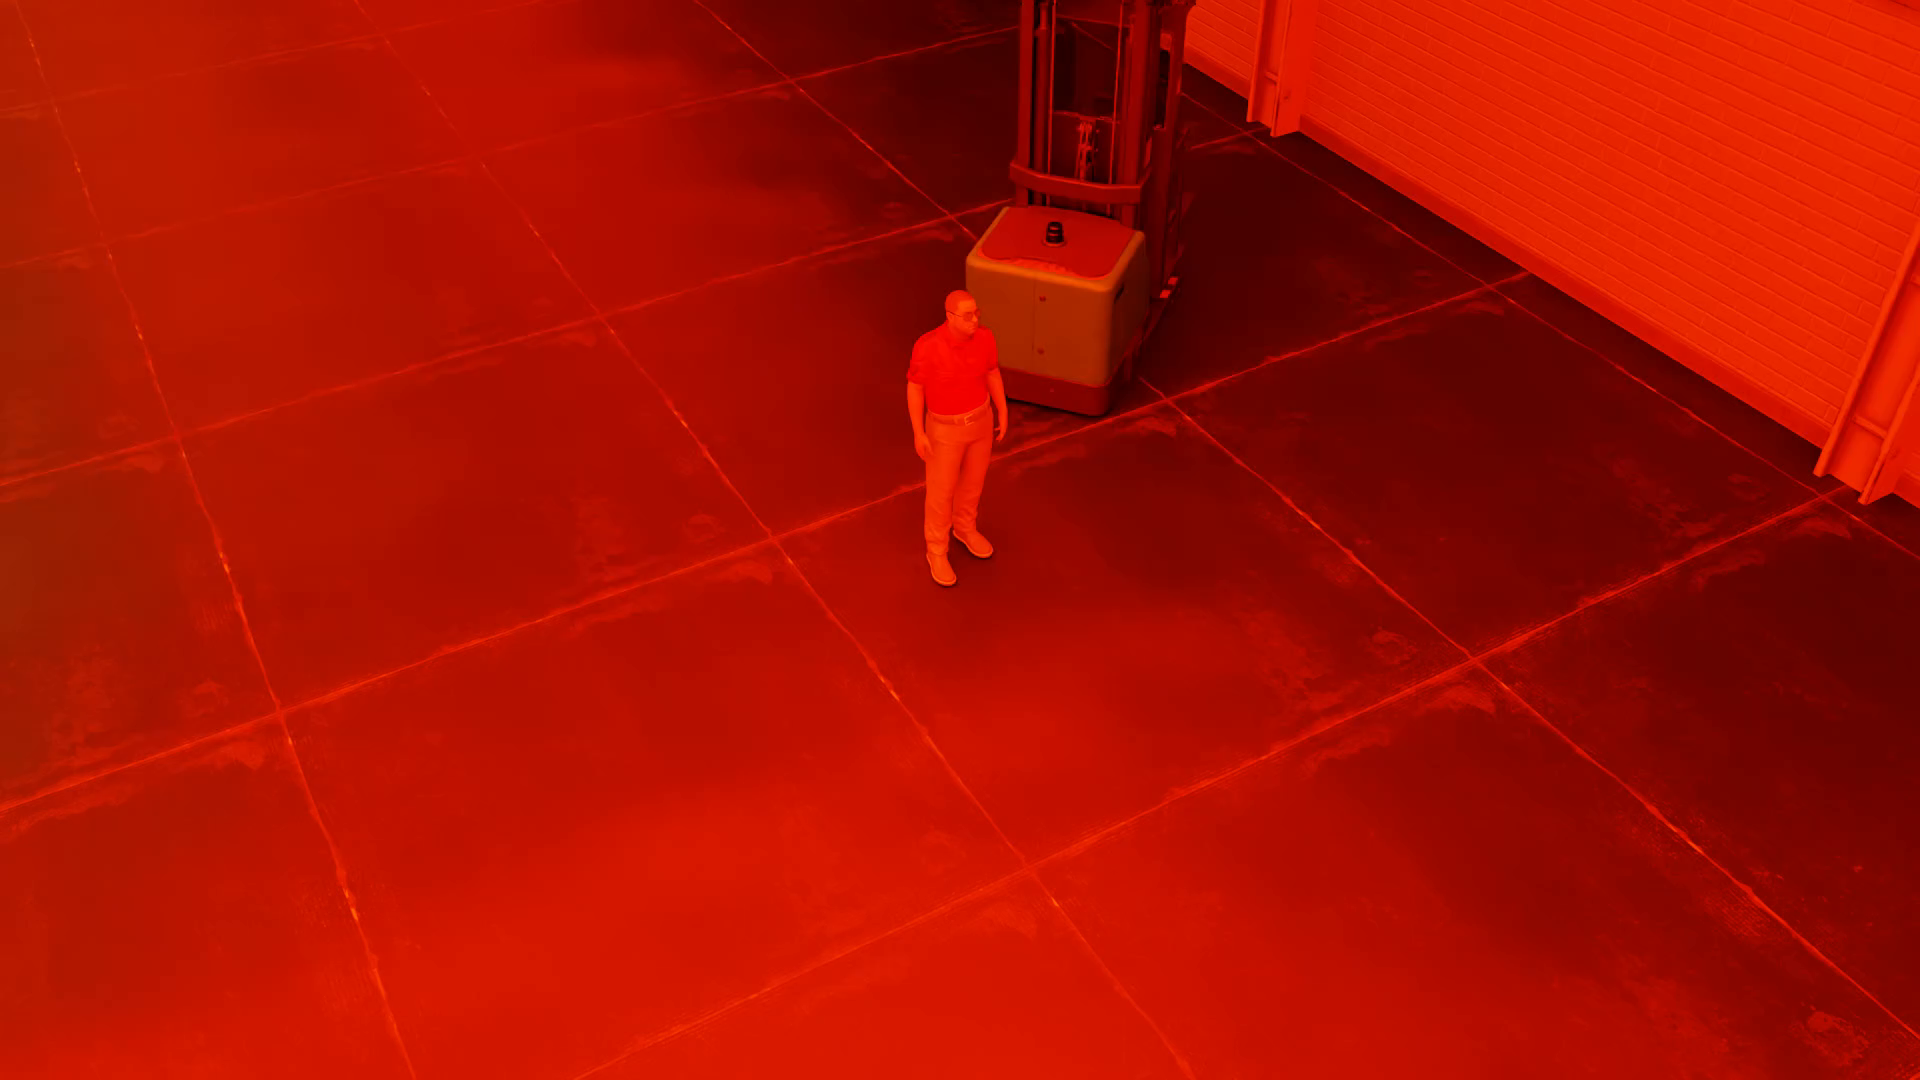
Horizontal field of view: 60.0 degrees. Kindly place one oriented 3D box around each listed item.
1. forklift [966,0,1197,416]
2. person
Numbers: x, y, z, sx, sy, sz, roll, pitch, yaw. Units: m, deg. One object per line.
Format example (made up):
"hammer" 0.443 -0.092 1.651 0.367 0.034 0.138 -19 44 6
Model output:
"forklift" 1.026 -2.913 11.548 1.130 2.935 3.031 14 42 16
"person" 0.034 -0.617 9.711 0.640 1.727 0.551 -20 44 -23
